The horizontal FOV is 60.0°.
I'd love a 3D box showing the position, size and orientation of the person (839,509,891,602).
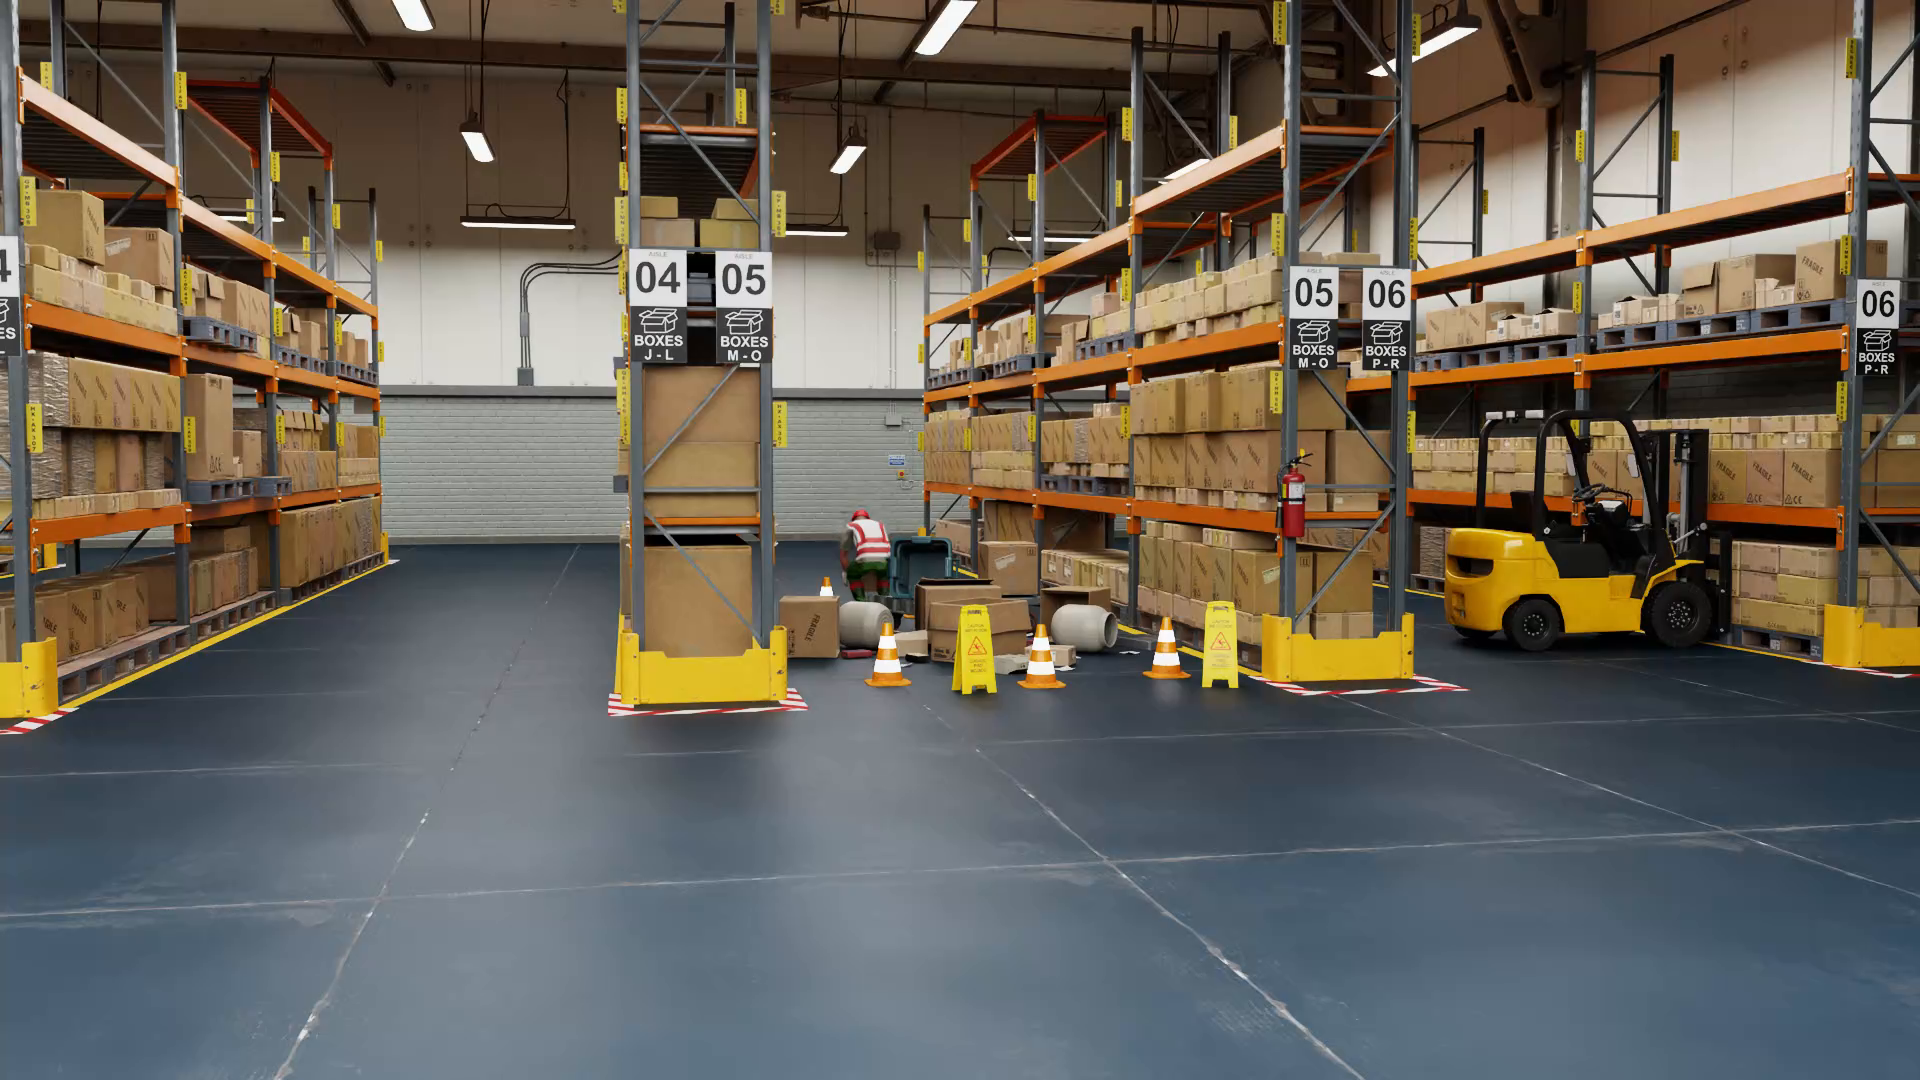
[{"bbox_3d":[-1.047,0.234,18.639,0.583,1.136,0.854,-1,3,-12],"label":"person"}]
